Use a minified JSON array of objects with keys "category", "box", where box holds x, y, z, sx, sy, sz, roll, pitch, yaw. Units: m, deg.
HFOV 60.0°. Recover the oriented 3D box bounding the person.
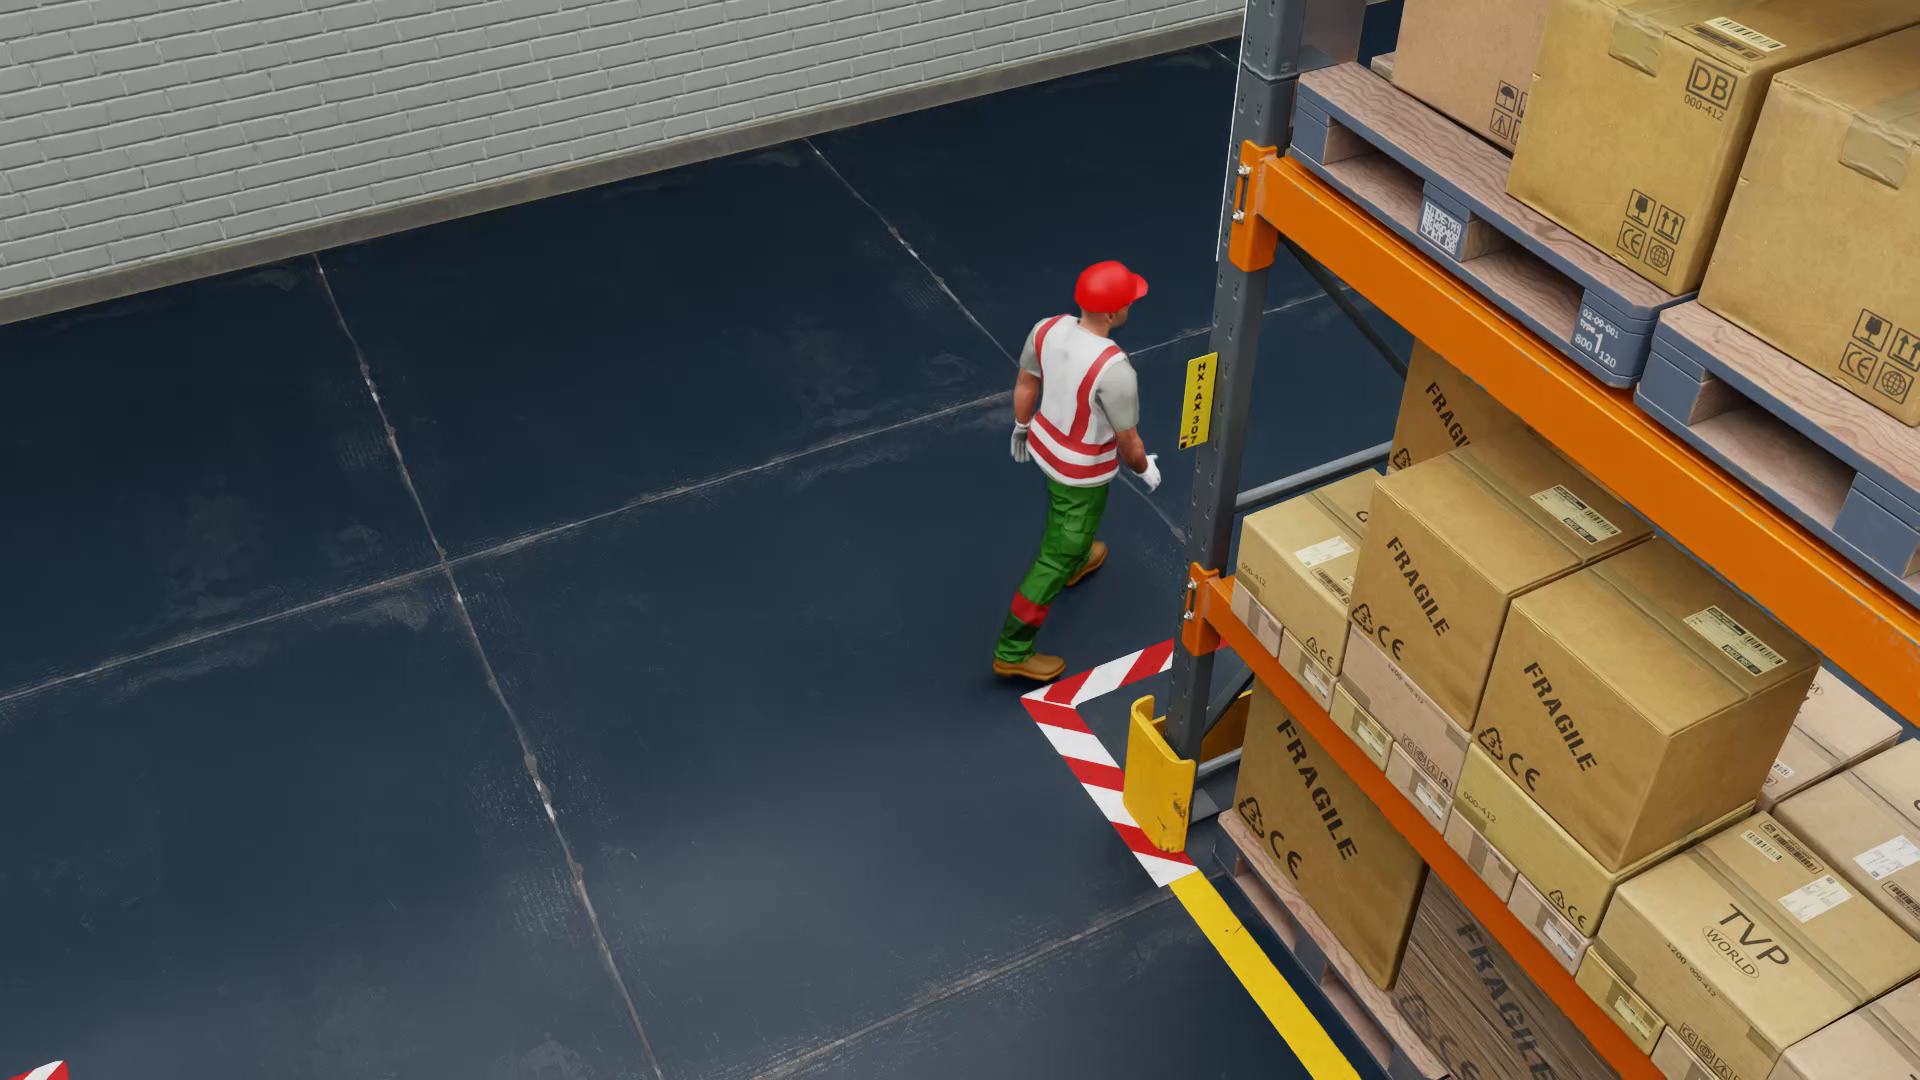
[{"category":"person","box":[0.413,-0.311,6.525,0.836,1.729,0.618,-21,45,-23]}]
